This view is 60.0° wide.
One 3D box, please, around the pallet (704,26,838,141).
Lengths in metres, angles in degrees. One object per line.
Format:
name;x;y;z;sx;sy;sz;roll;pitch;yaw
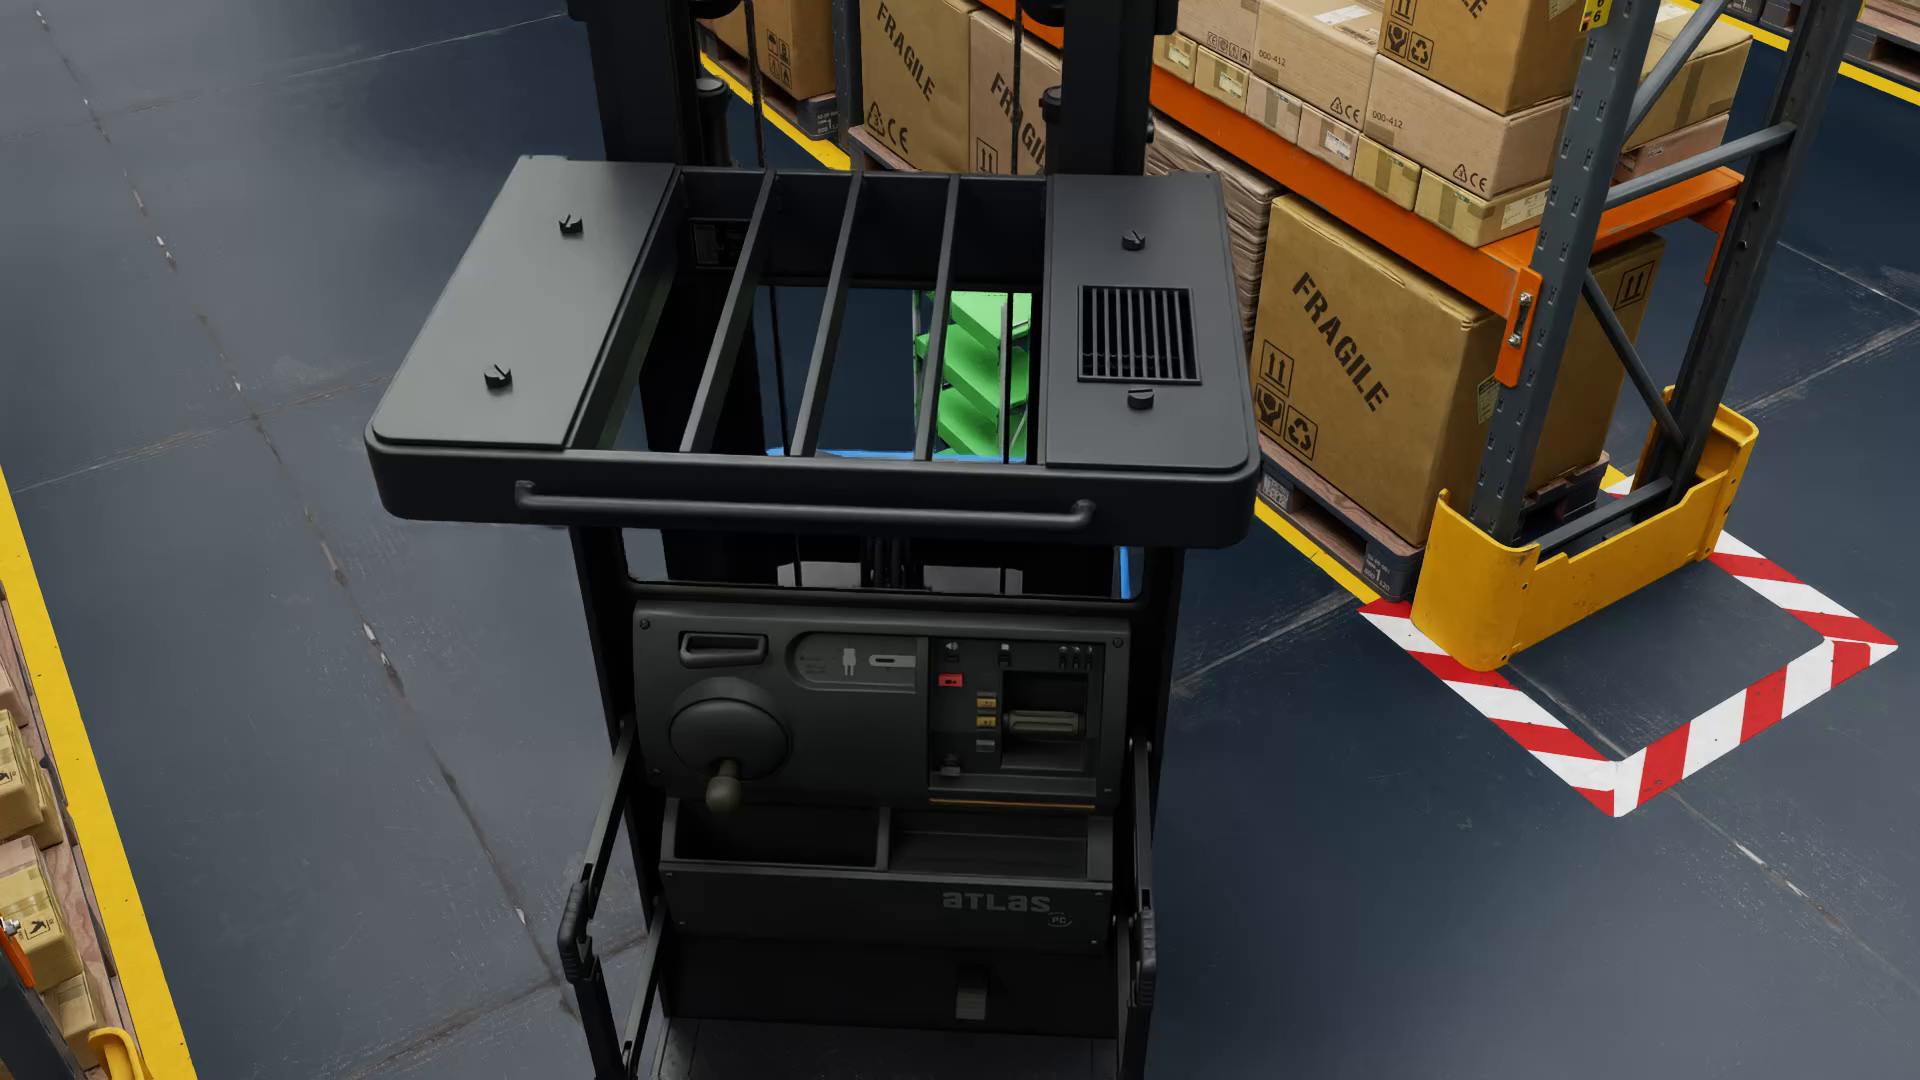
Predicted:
pallet;-0.610;-2.503;8.589;1.003;0.211;1.213;-22;45;-24

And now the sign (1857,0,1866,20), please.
sign;2.491;-1.576;4.560;0.100;0.325;0.005;-22;45;-24

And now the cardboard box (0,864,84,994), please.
cardboard box;-2.212;0.933;3.721;0.380;0.149;0.250;-24;46;-26

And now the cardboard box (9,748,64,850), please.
cardboard box;-2.623;0.748;4.408;0.380;0.149;0.250;-22;44;-24

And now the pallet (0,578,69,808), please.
pallet;-3.316;0.549;4.926;1.003;0.211;1.213;-22;45;-24

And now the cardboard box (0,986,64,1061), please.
cardboard box;-2.282;1.076;3.782;0.380;0.149;0.250;-20;44;-23

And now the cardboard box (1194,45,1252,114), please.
cardboard box;1.000;-1.558;5.473;0.380;0.149;0.250;-23;45;-25

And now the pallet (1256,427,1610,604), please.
pallet;1.524;-0.358;6.015;1.003;0.211;1.213;-22;45;-24

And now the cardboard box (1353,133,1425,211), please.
cardboard box;1.409;-1.147;4.980;0.380;0.149;0.250;-22;44;-24

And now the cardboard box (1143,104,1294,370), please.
cardboard box;1.119;-1.179;6.154;0.875;0.875;0.875;-22;45;-24

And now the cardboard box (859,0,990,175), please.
cardboard box;0.156;-2.145;7.313;0.875;0.875;0.875;-22;45;-24

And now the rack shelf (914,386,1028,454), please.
rack shelf;0.089;-0.323;5.300;0.258;0.148;0.480;-22;45;-24

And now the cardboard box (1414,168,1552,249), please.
cardboard box;1.551;-1.007;4.812;0.380;0.149;0.250;-21;44;-24

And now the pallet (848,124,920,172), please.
pallet;0.212;-1.675;7.596;1.003;0.211;1.213;-22;45;-24

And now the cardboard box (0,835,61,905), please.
cardboard box;-2.382;0.909;3.983;0.380;0.149;0.250;-22;45;-25

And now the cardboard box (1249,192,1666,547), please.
cardboard box;1.608;-0.688;5.564;0.875;0.875;0.875;-22;45;-24

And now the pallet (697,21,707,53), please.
pallet;-1.270;-3.162;9.380;1.003;0.211;1.213;-22;45;-24

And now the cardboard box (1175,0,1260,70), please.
cardboard box;0.989;-1.801;5.452;0.500;0.250;0.500;-24;45;-26

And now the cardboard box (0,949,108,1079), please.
cardboard box;-2.228;1.169;3.903;0.380;0.149;0.250;-21;44;-24

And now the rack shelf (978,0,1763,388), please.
rack shelf;0.944;-1.828;6.163;1.077;0.370;4.000;-22;45;-24

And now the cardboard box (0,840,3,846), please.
cardboard box;-2.588;0.807;4.105;0.380;0.149;0.250;-22;44;-24

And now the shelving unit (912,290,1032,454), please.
shelving unit;0.089;-0.372;5.259;0.258;1.200;0.503;-22;45;-24

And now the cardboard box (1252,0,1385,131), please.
cardboard box;1.263;-1.526;5.123;0.500;0.250;0.500;-23;45;-25

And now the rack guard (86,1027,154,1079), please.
rack guard;-2.257;1.547;3.503;1.175;0.500;0.348;-22;45;-24

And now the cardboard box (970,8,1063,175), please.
cardboard box;0.640;-1.660;6.730;0.875;0.875;0.875;-22;45;-24

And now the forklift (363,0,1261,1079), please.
forklift;-0.160;0.405;2.974;1.130;2.935;3.031;2;40;3

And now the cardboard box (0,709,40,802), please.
cardboard box;-2.634;0.631;4.316;0.380;0.149;0.250;-21;44;-23

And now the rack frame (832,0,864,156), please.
rack frame;-0.131;-3.184;7.228;1.000;3.000;0.127;-22;45;-24

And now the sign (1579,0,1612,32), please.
sign;1.555;-1.382;3.975;0.100;0.325;0.005;-22;45;-24

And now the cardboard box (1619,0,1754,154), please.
cardboard box;1.989;-1.434;5.012;0.500;0.250;0.500;-23;45;-25

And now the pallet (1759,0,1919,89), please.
pallet;5.133;-2.775;8.915;1.003;0.211;1.213;-22;45;-24

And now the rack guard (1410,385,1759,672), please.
rack guard;2.033;-0.052;5.422;1.175;0.500;0.348;-22;45;-24

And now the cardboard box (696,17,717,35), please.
cardboard box;-0.973;-3.350;8.758;1.225;0.875;0.875;-24;45;-26

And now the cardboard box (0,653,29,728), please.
cardboard box;-2.901;0.479;4.731;0.380;0.149;0.250;-24;46;-26

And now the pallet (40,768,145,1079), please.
pallet;-2.665;1.207;4.136;1.003;0.211;1.213;-22;45;-24

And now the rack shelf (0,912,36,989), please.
rack shelf;-3.292;-0.175;4.179;1.077;0.370;4.000;-22;45;-24

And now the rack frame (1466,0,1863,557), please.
rack frame;2.020;-1.025;4.637;1.000;3.000;0.127;-22;45;-24

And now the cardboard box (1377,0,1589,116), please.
cardboard box;1.536;-1.542;4.557;0.500;0.500;0.500;-22;44;-24

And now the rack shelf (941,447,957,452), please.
rack shelf;0.089;-0.138;5.453;0.258;0.148;0.480;-22;45;-24

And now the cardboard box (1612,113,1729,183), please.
cardboard box;2.107;-1.234;5.084;0.380;0.149;0.250;-22;44;-24

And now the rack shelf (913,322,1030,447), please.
rack shelf;0.089;-0.507;5.146;0.258;0.148;0.480;-22;45;-24

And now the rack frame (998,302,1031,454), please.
rack frame;0.220;-0.240;5.101;0.240;1.200;0.015;-22;45;-24

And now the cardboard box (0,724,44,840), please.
cardboard box;-2.489;0.646;4.066;0.380;0.149;0.250;-22;45;-25

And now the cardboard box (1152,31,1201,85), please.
cardboard box;0.860;-1.698;5.641;0.380;0.149;0.250;-22;45;-24

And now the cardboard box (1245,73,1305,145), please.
cardboard box;1.141;-1.419;5.306;0.380;0.149;0.250;-21;44;-24

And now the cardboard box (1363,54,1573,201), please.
cardboard box;1.535;-1.252;4.794;0.500;0.250;0.500;-23;45;-25

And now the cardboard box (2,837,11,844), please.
cardboard box;-2.578;0.924;4.197;0.380;0.149;0.250;-22;44;-24

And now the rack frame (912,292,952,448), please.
rack frame;-0.042;-0.503;5.417;0.240;1.200;0.015;-22;45;-24

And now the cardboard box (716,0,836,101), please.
cardboard box;-0.492;-2.868;8.180;1.225;0.875;0.875;-22;45;-24

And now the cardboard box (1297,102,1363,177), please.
cardboard box;1.275;-1.284;5.144;0.380;0.149;0.250;-22;45;-24

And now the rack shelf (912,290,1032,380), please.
rack shelf;0.089;-0.691;4.992;0.258;0.148;0.480;-22;45;-24

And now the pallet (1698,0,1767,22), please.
pallet;4.473;-3.434;9.706;1.003;0.211;1.213;-22;45;-24
